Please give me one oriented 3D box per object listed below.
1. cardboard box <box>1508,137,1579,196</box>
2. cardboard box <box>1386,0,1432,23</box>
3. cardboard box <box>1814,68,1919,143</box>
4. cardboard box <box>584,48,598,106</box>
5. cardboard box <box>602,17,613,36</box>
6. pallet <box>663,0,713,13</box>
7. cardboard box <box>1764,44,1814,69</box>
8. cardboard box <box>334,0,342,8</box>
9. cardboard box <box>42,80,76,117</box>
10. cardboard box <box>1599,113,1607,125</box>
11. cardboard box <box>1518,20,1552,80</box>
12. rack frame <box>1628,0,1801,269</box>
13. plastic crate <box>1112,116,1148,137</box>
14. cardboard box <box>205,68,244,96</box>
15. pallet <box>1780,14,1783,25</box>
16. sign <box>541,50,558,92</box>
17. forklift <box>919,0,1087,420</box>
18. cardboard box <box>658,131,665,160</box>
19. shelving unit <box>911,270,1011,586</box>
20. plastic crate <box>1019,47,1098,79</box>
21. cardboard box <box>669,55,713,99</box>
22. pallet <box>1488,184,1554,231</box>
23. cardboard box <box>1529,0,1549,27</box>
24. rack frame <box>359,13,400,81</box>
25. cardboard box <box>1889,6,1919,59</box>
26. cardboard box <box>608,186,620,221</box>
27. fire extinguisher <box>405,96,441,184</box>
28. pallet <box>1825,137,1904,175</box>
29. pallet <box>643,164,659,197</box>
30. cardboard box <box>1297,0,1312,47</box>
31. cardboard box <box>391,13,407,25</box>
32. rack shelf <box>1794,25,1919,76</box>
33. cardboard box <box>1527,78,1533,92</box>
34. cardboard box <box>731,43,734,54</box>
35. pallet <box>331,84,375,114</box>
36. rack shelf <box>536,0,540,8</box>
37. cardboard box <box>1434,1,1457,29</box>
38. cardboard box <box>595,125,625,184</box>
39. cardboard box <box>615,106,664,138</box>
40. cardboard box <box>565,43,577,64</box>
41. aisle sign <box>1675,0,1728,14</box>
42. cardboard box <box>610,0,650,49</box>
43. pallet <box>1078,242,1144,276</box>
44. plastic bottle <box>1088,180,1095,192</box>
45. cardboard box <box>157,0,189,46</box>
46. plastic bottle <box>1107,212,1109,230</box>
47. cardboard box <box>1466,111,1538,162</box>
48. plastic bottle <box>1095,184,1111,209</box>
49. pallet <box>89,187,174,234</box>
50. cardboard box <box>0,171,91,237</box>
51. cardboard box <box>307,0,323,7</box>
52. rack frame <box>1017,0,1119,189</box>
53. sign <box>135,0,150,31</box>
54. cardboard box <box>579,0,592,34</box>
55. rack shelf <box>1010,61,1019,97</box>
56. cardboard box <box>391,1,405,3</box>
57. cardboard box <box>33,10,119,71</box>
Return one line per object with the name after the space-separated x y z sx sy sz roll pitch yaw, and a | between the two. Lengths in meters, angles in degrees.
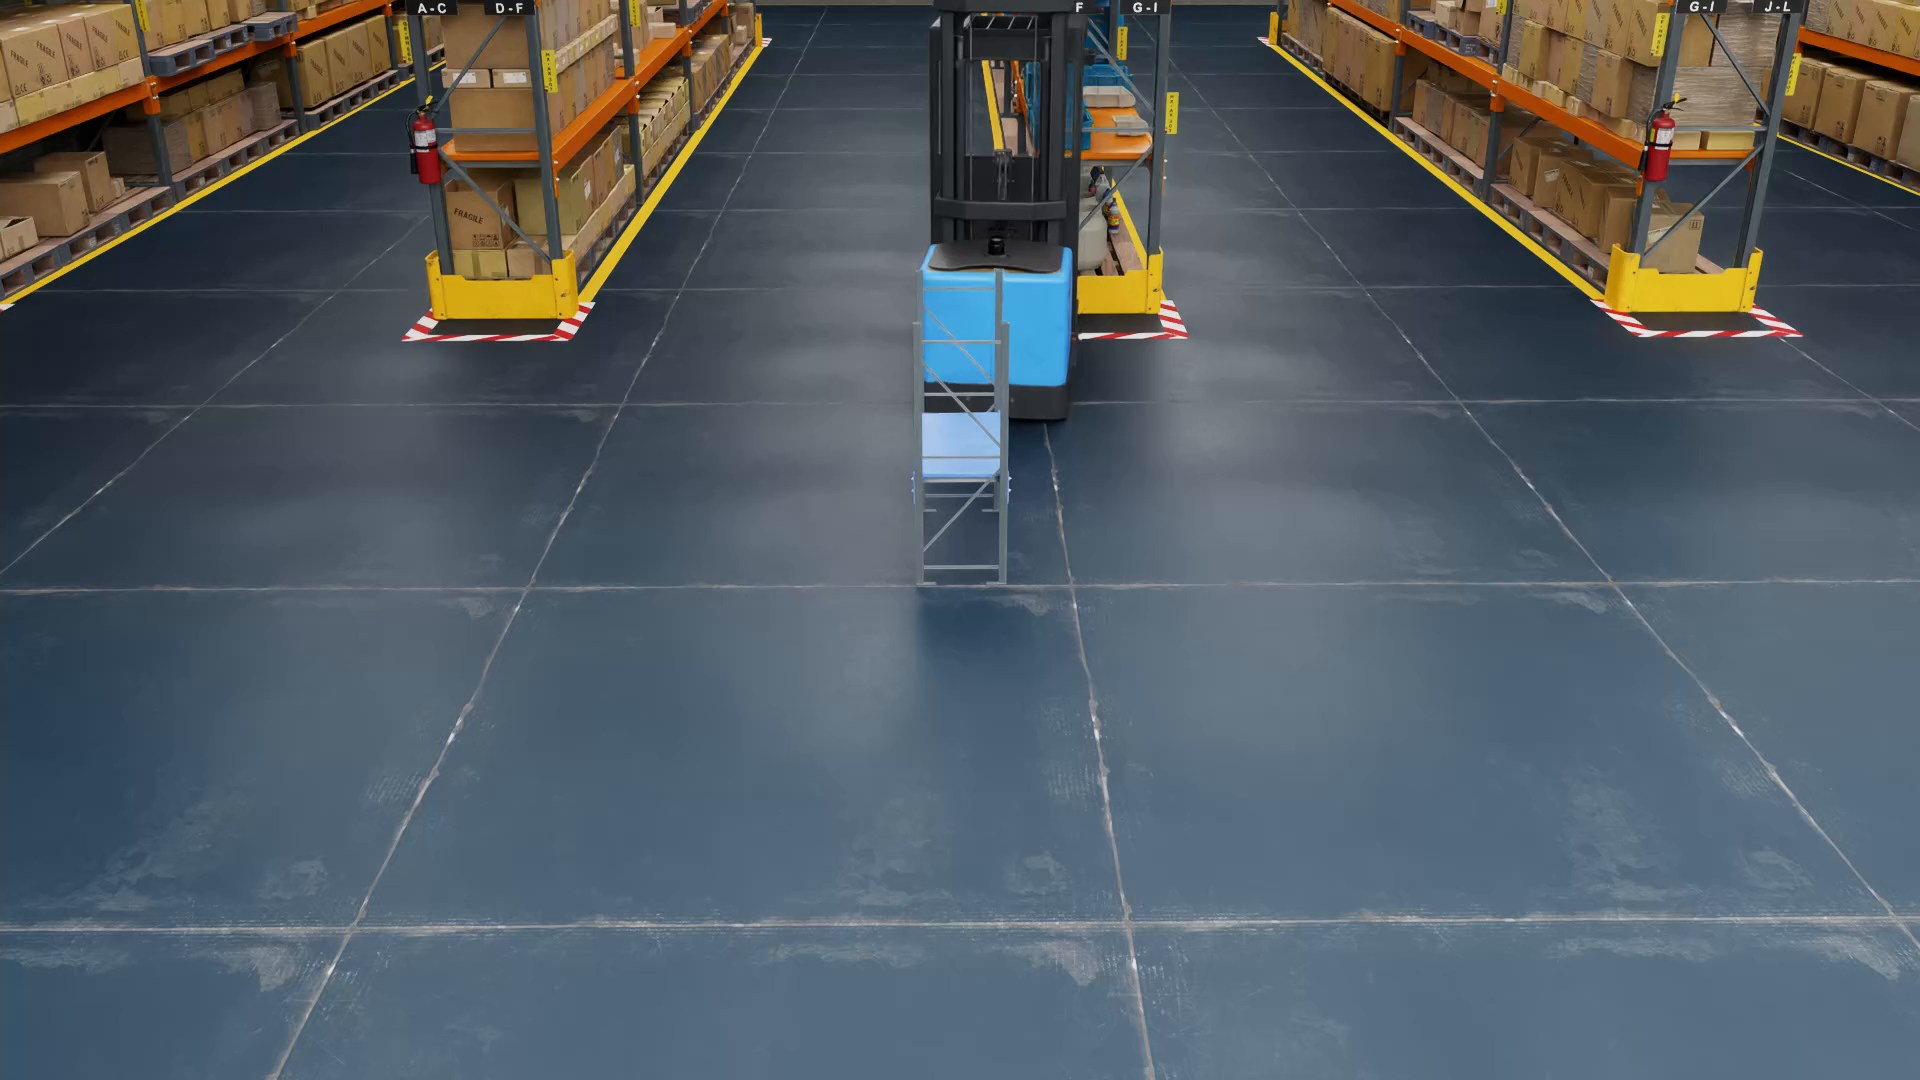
6.021 -3.860 17.169 0.500 0.500 0.500 -1 24 -2 | cardboard box
5.759 -6.869 21.176 0.500 0.500 0.500 0 24 1 | cardboard box
10.903 -5.157 19.732 1.050 0.750 0.750 0 24 0 | cardboard box
-3.825 -4.369 15.648 0.700 0.500 0.500 0 24 0 | cardboard box
-3.632 -5.058 16.385 0.380 0.149 0.250 -1 24 -2 | cardboard box
-3.919 -7.292 22.466 1.003 0.211 1.213 0 24 -1 | pallet
10.704 -6.277 21.602 0.500 0.250 0.500 -1 24 -2 | cardboard box
-8.642 -7.326 22.589 0.380 0.149 0.250 0 24 1 | cardboard box
-8.470 -4.033 15.186 0.500 0.250 0.500 0 24 0 | cardboard box
5.885 -3.739 14.682 0.380 0.149 0.250 0 24 -1 | cardboard box
5.970 -4.762 16.157 0.875 0.500 0.500 0 24 -1 | cardboard box
6.100 -3.325 13.461 1.000 3.000 0.127 0 24 -1 | rack frame
1.459 -3.553 14.285 0.298 0.136 0.250 0 24 -1 | plastic crate
-8.843 -5.426 19.697 0.500 0.250 0.500 0 24 0 | cardboard box
10.859 -6.808 21.395 1.213 0.211 1.003 0 24 -1 | pallet
-3.251 -3.712 13.171 0.100 0.325 0.005 0 24 -1 | sign
0.350 -2.731 12.232 1.130 2.935 3.031 2 24 5 | forklift
-3.619 -4.460 18.798 0.500 0.250 0.500 -1 24 -2 | cardboard box
0.001 -0.648 9.363 0.538 1.500 1.048 0 24 -1 | shelving unit
0.982 -4.706 16.591 0.767 0.338 0.504 0 24 -1 | plastic crate
-3.624 -6.251 22.431 0.500 0.500 0.500 -1 24 -1 | cardboard box
6.099 -3.426 17.069 1.003 0.211 1.213 0 24 -1 | pallet
5.814 -5.217 15.950 0.500 0.500 0.500 0 24 -1 | cardboard box
-8.890 -8.203 24.247 1.000 3.000 0.127 0 24 -1 | rack frame
10.733 -5.629 18.436 0.500 0.500 0.500 0 24 0 | cardboard box
-3.610 -3.266 16.159 0.500 0.250 0.500 0 24 -1 | cardboard box
-4.269 -3.196 13.270 0.296 0.674 0.183 0 24 -1 | fire extinguisher
10.917 -4.505 19.454 1.003 0.211 1.213 0 24 -1 | pallet
-3.897 -3.963 18.256 1.003 0.211 1.213 0 24 -1 | pallet
6.022 -8.503 26.978 0.875 0.875 0.875 0 24 -1 | cardboard box
-8.617 -8.001 25.538 0.380 0.149 0.250 1 24 1 | cardboard box
10.995 -5.450 19.033 1.077 0.370 4.000 0 24 -1 | rack shelf
5.790 -4.460 16.275 0.380 0.149 0.250 0 24 -1 | cardboard box
-3.744 -7.666 25.965 0.380 0.166 0.250 0 24 -1 | cardboard box
-8.790 -6.111 23.005 1.003 0.211 1.213 0 24 -1 | pallet
-3.828 -5.145 14.718 1.077 0.370 4.000 0 24 -1 | rack shelf
5.801 -6.053 19.165 0.500 0.250 0.500 -1 24 -2 | cardboard box
-3.632 -3.814 16.460 0.500 0.500 0.500 0 24 -1 | cardboard box
-3.612 -4.715 18.682 0.500 0.311 0.500 -1 24 -2 | cardboard box
-3.611 -4.316 14.745 0.380 0.149 0.250 -1 24 -1 | cardboard box
5.801 -4.482 12.866 0.394 0.787 0.004 0 24 -1 | aisle sign
-3.859 -5.932 19.106 0.500 0.500 0.500 -2 24 -3 | cardboard box
1.096 -2.398 14.796 1.003 0.211 1.213 0 24 -1 | pallet
1.302 -3.426 16.448 0.061 0.283 0.133 0 24 -1 | plastic bottle
-8.773 -5.592 17.820 0.700 0.500 0.500 2 24 5 | cardboard box
1.438 -3.019 15.647 0.097 0.201 0.097 0 24 0 | plastic bottle
6.085 -4.484 18.524 0.700 0.500 0.500 0 24 -1 | cardboard box
1.402 -3.367 16.326 0.152 0.276 0.135 0 24 0 | plastic bottle
-8.760 -3.359 16.921 1.003 0.211 1.213 0 24 -1 | pallet
-8.641 -3.142 15.557 0.700 0.500 0.500 -2 24 -4 | cardboard box
-8.592 -7.162 21.438 0.500 0.500 0.500 1 24 1 | cardboard box
1.104 -4.951 17.056 1.000 3.000 0.127 0 24 -1 | rack frame
-8.260 -5.306 16.792 0.100 0.325 0.005 0 24 -1 | sign
-3.827 -4.969 15.402 0.700 0.500 0.500 0 24 -1 | cardboard box
1.082 -5.447 19.027 1.077 0.370 4.000 0 24 -1 | rack shelf
-9.019 -8.650 26.971 0.380 0.149 0.250 0 24 0 | cardboard box
-8.477 -4.790 15.948 0.500 0.500 0.500 0 24 -1 | cardboard box
